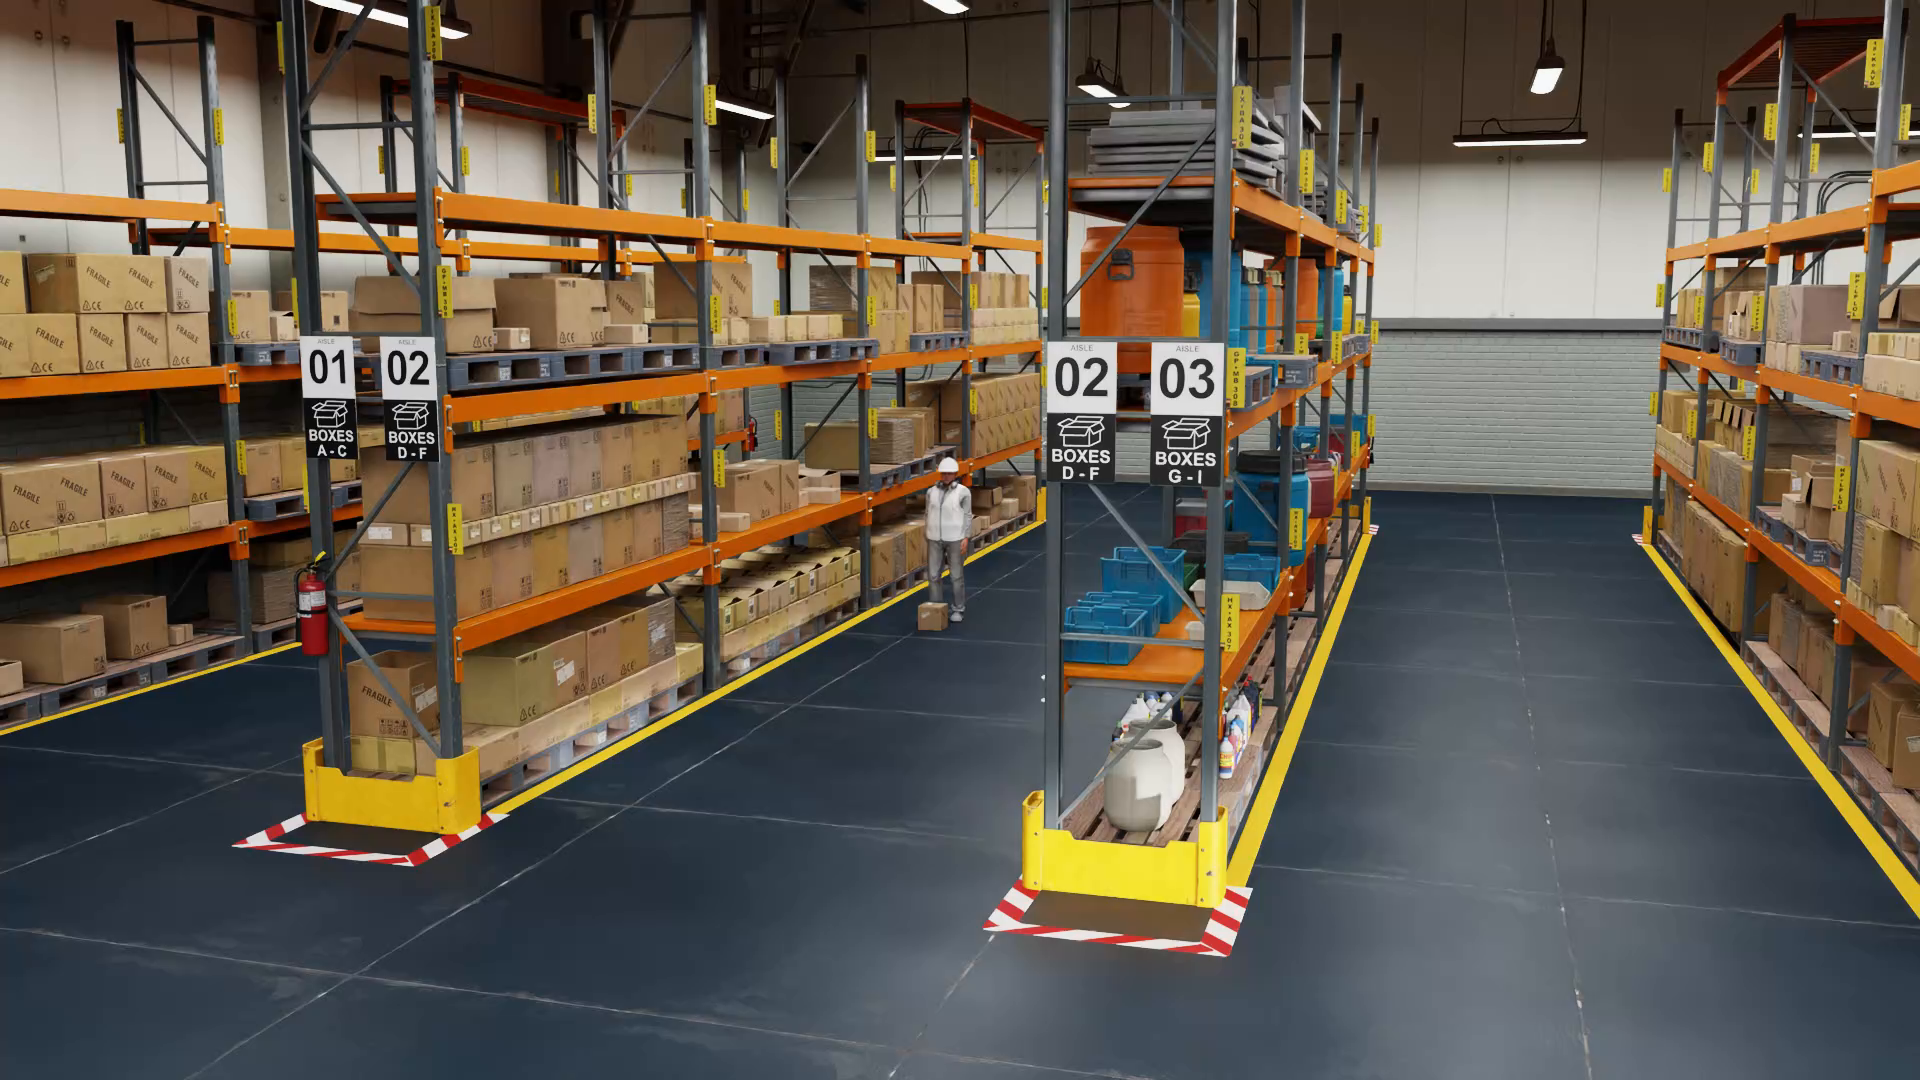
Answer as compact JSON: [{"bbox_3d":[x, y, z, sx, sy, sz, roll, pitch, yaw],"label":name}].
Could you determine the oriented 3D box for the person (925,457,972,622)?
[{"bbox_3d":[-0.130,-0.009,17.825,0.532,1.766,0.359,3,9,18],"label":"person"}]
